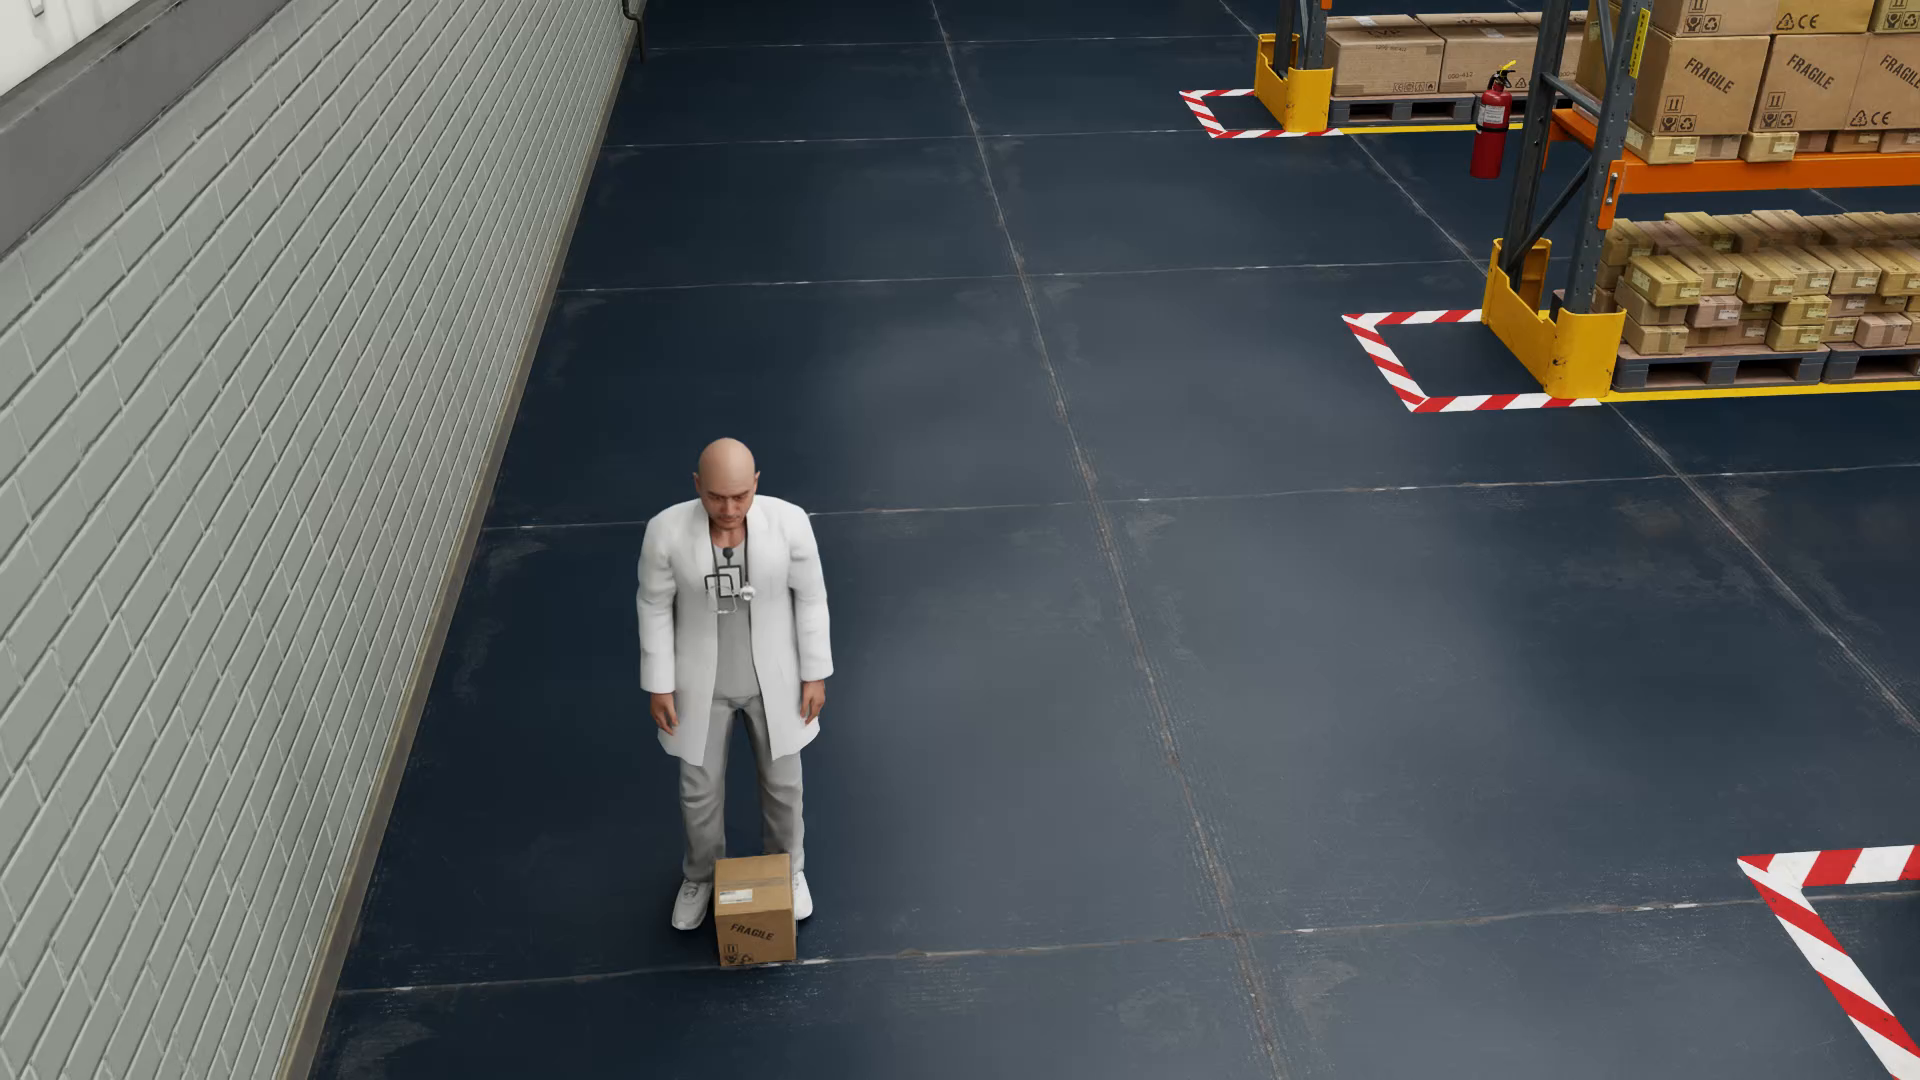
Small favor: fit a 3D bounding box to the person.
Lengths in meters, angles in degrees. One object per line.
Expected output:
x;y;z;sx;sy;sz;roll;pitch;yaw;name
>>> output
-0.717;0.458;5.375;0.617;1.774;0.426;-4;31;-6;person
